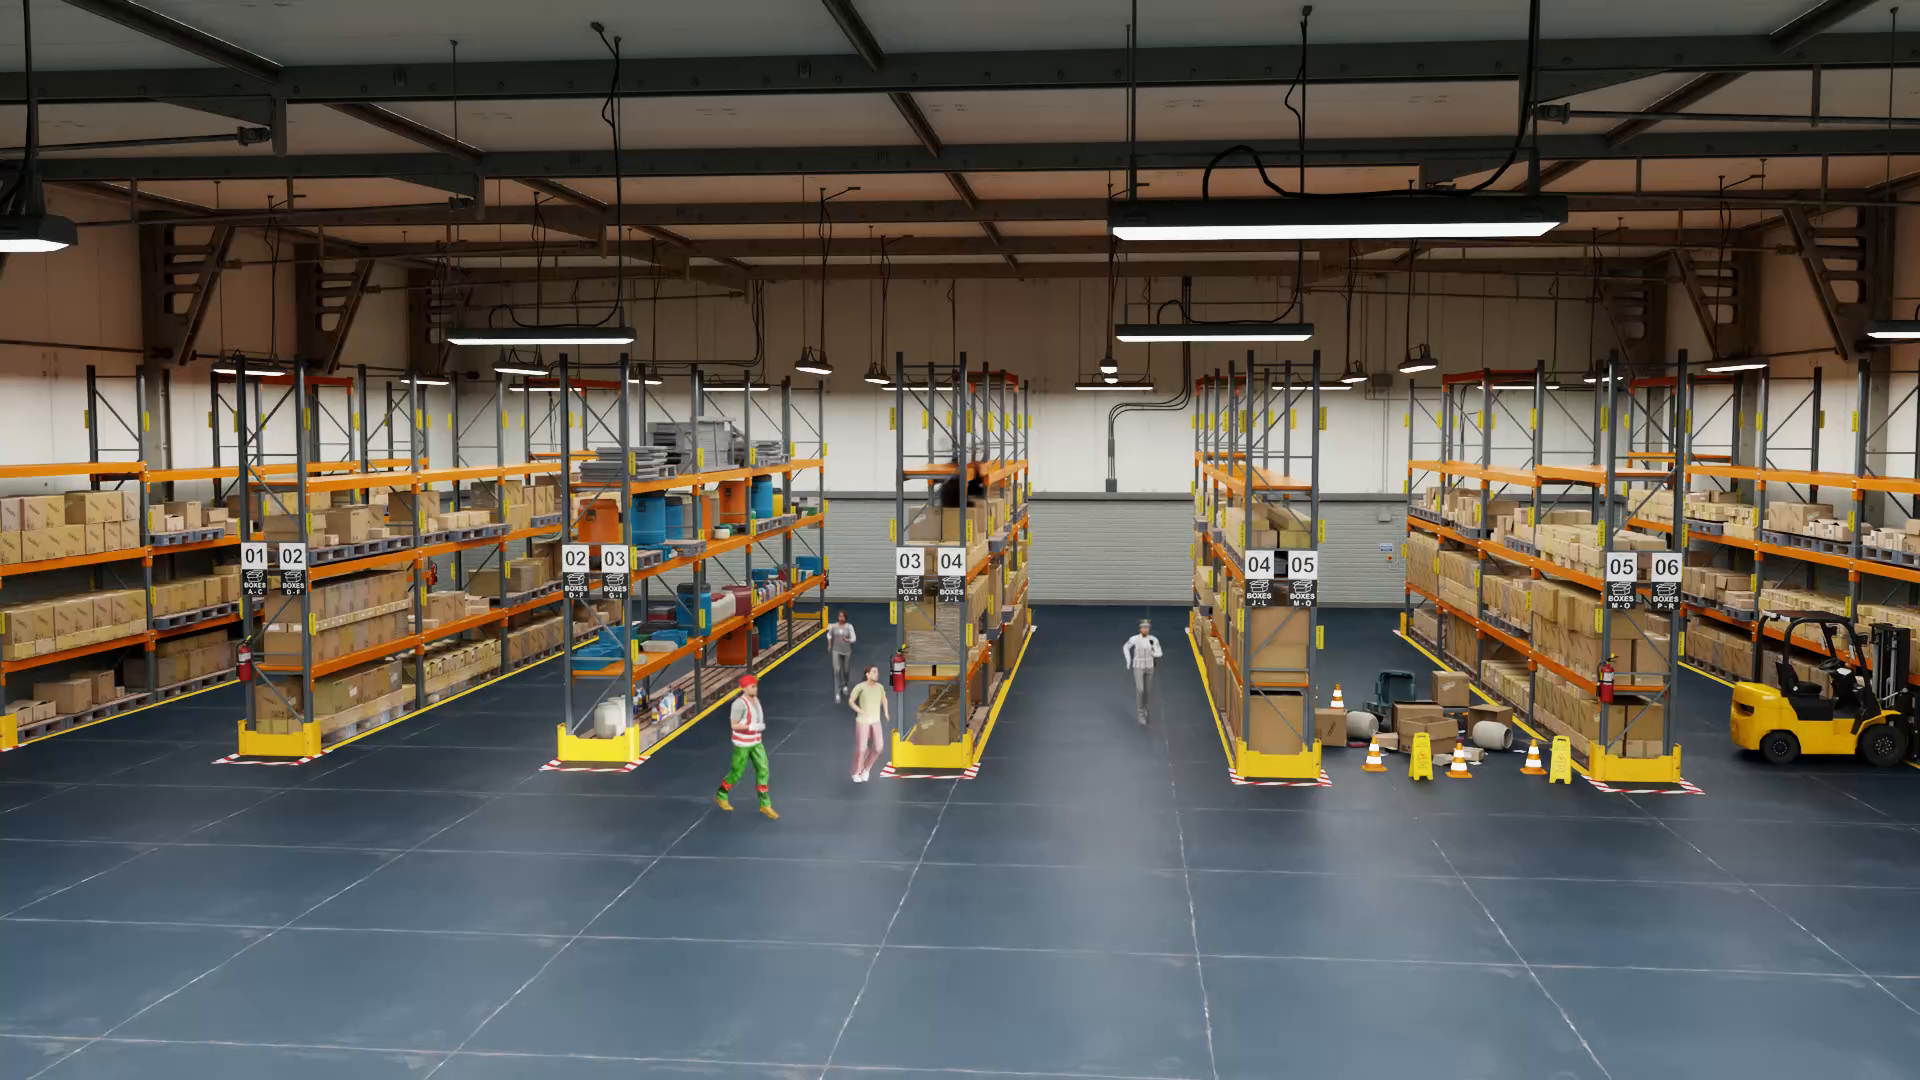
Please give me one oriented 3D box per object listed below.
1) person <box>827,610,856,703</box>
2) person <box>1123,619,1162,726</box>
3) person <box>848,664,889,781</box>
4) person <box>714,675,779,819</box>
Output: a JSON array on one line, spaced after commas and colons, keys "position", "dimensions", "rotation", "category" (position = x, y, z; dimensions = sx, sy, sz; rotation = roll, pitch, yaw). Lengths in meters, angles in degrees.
[{"position": [-2.124, 2.064, 29.846], "dimensions": [0.524, 1.607, 0.832], "rotation": [0, 4, -3], "category": "person"}, {"position": [3.063, 2.179, 27.755], "dimensions": [0.587, 1.737, 0.807], "rotation": [-1, 4, -8], "category": "person"}, {"position": [-1.236, 2.541, 23.105], "dimensions": [0.649, 1.632, 0.564], "rotation": [-2, 5, -28], "category": "person"}, {"position": [-2.719, 2.596, 21.056], "dimensions": [0.935, 1.806, 0.607], "rotation": [3, 5, 35], "category": "person"}]
